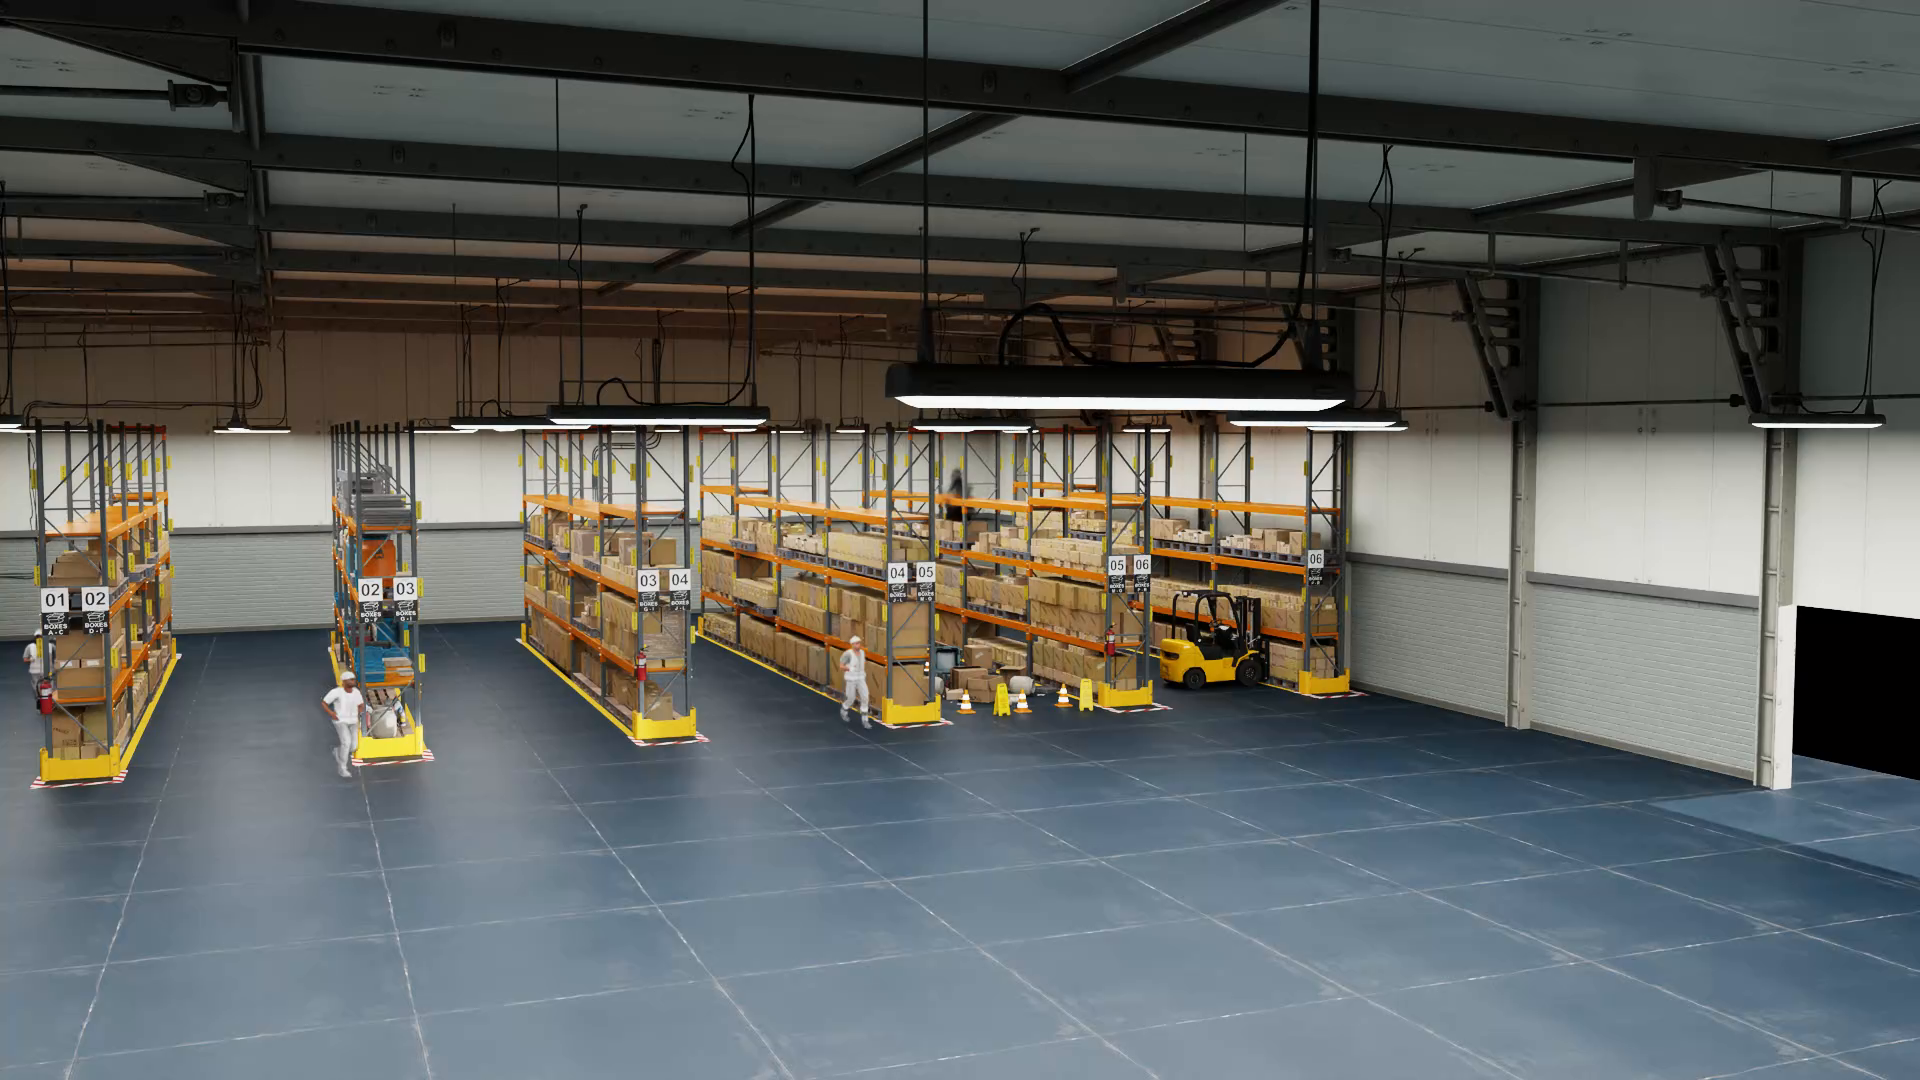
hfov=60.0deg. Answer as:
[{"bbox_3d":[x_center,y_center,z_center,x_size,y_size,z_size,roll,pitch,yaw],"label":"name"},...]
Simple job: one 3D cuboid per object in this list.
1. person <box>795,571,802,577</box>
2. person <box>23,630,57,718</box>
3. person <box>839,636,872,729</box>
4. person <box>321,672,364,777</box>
[{"bbox_3d":[-4.921,1.767,50.408,0.671,1.676,0.587,-2,4,-26],"label":"person"},{"bbox_3d":[-18.608,2.731,33.693,0.654,1.826,0.702,-2,4,-26],"label":"person"},{"bbox_3d":[-2.082,2.782,32.776,0.688,1.799,0.963,-2,4,-34],"label":"person"},{"bbox_3d":[-10.469,3.111,28.372,0.837,1.725,0.732,2,4,33],"label":"person"}]
